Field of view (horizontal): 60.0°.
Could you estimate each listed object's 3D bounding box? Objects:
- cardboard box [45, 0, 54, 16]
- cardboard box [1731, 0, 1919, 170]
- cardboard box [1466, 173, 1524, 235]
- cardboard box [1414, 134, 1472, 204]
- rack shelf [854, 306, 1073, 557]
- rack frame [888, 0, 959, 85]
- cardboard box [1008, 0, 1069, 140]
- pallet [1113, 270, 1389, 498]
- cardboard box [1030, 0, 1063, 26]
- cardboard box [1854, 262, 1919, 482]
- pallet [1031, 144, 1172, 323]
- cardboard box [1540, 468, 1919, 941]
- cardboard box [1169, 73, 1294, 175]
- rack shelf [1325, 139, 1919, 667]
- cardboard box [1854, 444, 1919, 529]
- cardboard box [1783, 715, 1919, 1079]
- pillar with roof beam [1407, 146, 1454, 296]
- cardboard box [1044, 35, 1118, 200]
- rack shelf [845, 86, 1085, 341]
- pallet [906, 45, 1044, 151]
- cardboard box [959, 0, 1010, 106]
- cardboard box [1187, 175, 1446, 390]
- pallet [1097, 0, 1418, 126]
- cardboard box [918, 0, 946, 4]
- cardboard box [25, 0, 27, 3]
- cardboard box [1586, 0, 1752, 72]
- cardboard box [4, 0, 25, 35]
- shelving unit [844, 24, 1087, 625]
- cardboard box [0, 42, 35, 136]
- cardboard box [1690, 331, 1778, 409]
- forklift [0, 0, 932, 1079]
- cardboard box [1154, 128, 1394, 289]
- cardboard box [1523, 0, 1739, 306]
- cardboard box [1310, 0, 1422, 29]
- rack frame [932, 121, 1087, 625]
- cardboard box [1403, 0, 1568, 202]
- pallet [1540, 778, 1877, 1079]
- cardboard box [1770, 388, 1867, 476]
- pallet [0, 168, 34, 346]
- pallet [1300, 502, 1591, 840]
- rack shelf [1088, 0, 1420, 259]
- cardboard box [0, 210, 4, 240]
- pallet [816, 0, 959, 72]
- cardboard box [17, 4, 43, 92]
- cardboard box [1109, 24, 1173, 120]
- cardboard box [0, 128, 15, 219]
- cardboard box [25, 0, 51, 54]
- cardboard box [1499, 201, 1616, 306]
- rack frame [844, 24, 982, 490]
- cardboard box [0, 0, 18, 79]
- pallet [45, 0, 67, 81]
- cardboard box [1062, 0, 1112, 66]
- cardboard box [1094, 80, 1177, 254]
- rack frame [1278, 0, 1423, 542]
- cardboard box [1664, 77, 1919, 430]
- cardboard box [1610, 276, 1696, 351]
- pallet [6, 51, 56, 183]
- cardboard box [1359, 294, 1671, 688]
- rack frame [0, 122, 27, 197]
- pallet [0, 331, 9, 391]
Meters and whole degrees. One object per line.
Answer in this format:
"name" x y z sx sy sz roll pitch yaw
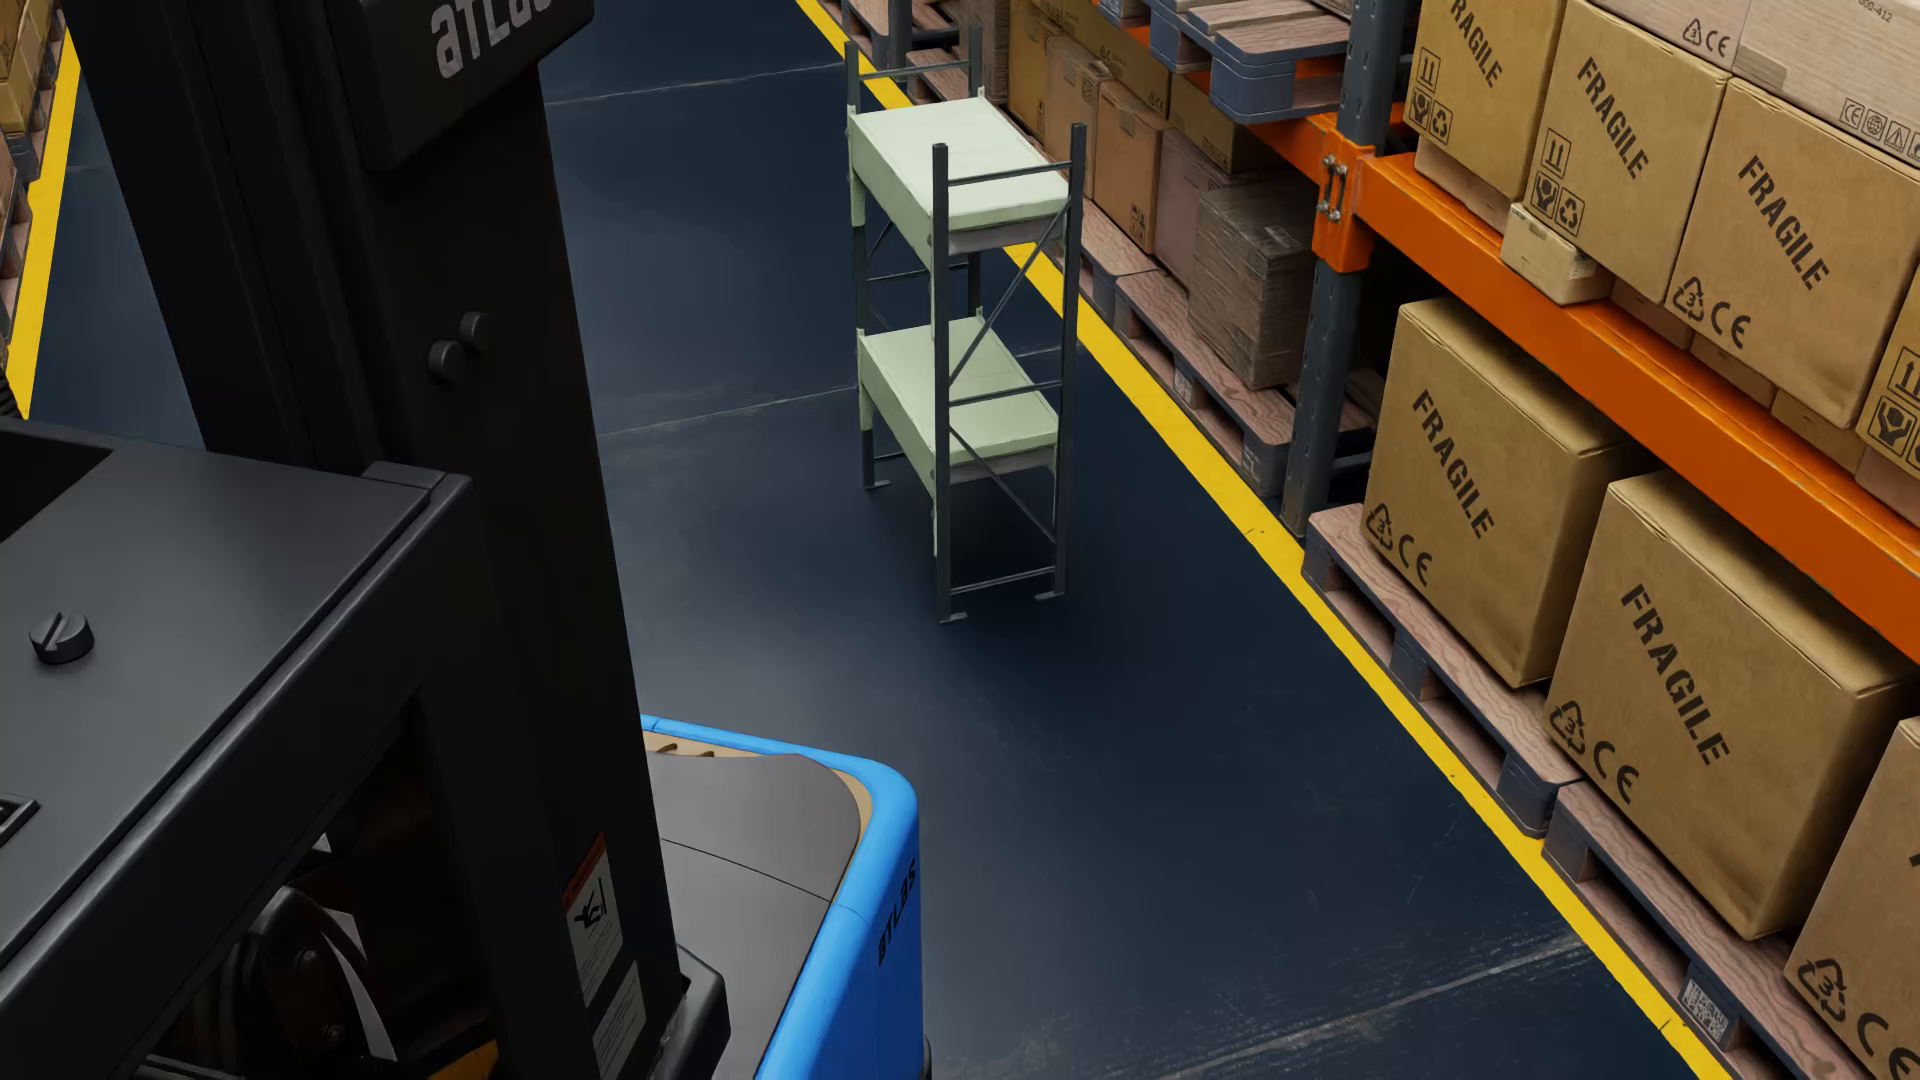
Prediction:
"cardboard box" -4.900 -2.806 8.418 0.500 0.250 0.500 -12 39 -16
"cardboard box" 1.789 -0.903 2.985 0.500 0.250 0.500 -12 39 -16
"cardboard box" 1.488 -0.861 4.092 0.380 0.149 0.250 -12 39 -15
"cardboard box" 1.409 -1.005 4.284 0.380 0.149 0.250 -13 39 -17
"rack shelf" -0.002 -0.342 5.000 0.431 0.370 0.720 -12 39 -16
"rack frame" 0.137 -3.591 7.525 1.000 3.000 0.127 -12 39 -16
"cardboard box" 0.631 -2.075 7.223 0.700 0.500 0.500 -13 39 -17
"pallet" 1.246 -0.660 5.950 1.003 0.211 1.213 -12 39 -16
"cardboard box" 0.560 -2.408 7.042 0.500 0.250 0.500 -13 39 -17
"cardboard box" 1.968 -0.300 2.808 0.500 0.500 0.500 -11 38 -15
"pallet" 0.830 -1.348 6.864 1.003 0.211 1.213 -12 39 -16
"cardboard box" 1.939 0.298 3.799 0.750 0.750 0.750 -13 39 -16
"cardboard box" 1.079 -1.539 5.889 0.500 0.250 0.500 -12 39 -15
"rack shelf" 2.201 0.086 3.241 1.077 0.370 4.000 -12 39 -16
"cardboard box" 1.947 -0.141 3.136 0.380 0.149 0.250 -12 39 -16
"cardboard box" 2.235 0.777 3.163 0.750 0.750 0.750 -11 38 -15
"pillar with roof beam" -2.164 -3.750 2.749 9.100 9.000 0.400 -12 39 -16
"cardboard box" 0.768 -1.778 6.829 0.700 0.500 0.500 -12 39 -15
"rack shelf" -0.002 -0.915 4.569 0.431 0.370 0.720 -12 39 -16
"pallet" 0.406 -2.038 7.780 1.003 0.211 1.213 -12 39 -16
"cardboard box" 0.406 -2.356 7.597 0.700 0.500 0.500 -11 38 -14
"cardboard box" 1.216 -0.905 5.670 0.700 0.500 0.500 -12 39 -15
"pallet" 1.168 -1.635 5.088 1.213 0.211 1.003 -12 39 -16
"cardboard box" -0.076 -2.931 8.638 0.380 0.166 0.250 -18 40 -22
"cardboard box" -4.723 -2.824 7.819 0.500 0.500 0.500 -12 39 -16
"cardboard box" 1.613 -1.185 3.359 0.500 0.250 0.500 -13 39 -17
"cardboard box" -4.558 -2.540 7.442 0.500 0.500 0.500 -12 39 -16
"shelving unit" -0.002 -0.603 4.804 0.431 1.500 0.755 -12 39 -16
"cardboard box" -4.388 -1.958 7.292 0.500 0.250 0.500 -12 39 -16
"cardboard box" 1.799 -0.432 3.523 0.380 0.149 0.250 -12 39 -15
"forklift" -0.947 0.864 1.667 1.130 2.935 3.031 10 38 12
"cardboard box" 1.148 -1.220 6.088 0.700 0.500 0.500 -13 39 -16
"cardboard box" 1.612 -0.873 3.569 0.500 0.500 0.500 -11 38 -14
"cardboard box" 1.342 -1.811 4.712 0.700 0.500 0.500 -17 40 -21
"rack frame" 0.124 -0.396 4.529 0.400 1.500 0.023 -12 39 -16
"cardboard box" 1.440 -1.171 3.964 0.500 0.500 0.500 -11 38 -15
"pallet" 2.130 0.931 3.838 1.003 0.211 1.213 -12 39 -16
"cardboard box" 1.878 -0.284 3.326 0.380 0.149 0.250 -12 39 -15
"pallet" -4.223 -1.042 6.457 1.003 0.211 1.213 -12 39 -16
"pallet" 1.714 0.243 4.752 1.003 0.211 1.213 -12 39 -16
"rack shelf" 0.825 -2.174 6.241 1.077 0.370 4.000 -12 39 -16
"cardboard box" -3.926 -1.173 6.250 0.500 0.250 0.500 -13 39 -17
"pallet" -0.128 -2.849 8.858 1.003 0.211 1.213 -12 39 -16
"cardboard box" -4.555 -2.241 7.669 0.500 0.250 0.500 -12 39 -16
"cardboard box" 0.897 -1.829 6.273 0.500 0.250 0.500 -13 39 -16
"cardboard box" -4.098 -1.459 6.630 0.500 0.250 0.500 -13 39 -16
"cardboard box" -4.723 -2.525 8.045 0.500 0.250 0.500 -12 39 -16
"cardboard box" 1.500 -0.693 3.870 0.380 0.149 0.250 -11 38 -15
"rack frame" -0.128 -0.810 5.078 0.400 1.500 0.023 -12 39 -16
"cardboard box" -4.379 -2.259 7.069 0.500 0.500 0.500 -12 39 -16
"pallet" -5.171 -2.598 8.524 1.003 0.211 1.213 -12 39 -16
"cardboard box" 0.743 -2.114 6.653 0.500 0.250 0.500 -14 39 -17
"cardboard box" 0.951 -1.495 6.453 0.700 0.500 0.500 -13 39 -16
"rack frame" 1.513 -1.332 4.525 1.000 3.000 0.127 -12 39 -16
"cardboard box" 1.781 -0.593 3.197 0.500 0.500 0.500 -13 39 -16
"cardboard box" 1.702 -0.577 3.715 0.380 0.149 0.250 -13 39 -16
"pallet" -4.747 -1.908 7.607 1.003 0.211 1.213 -12 39 -16
"cardboard box" 1.643 -0.198 4.458 0.750 0.750 0.750 -13 39 -17
"rack frame" -4.513 -2.563 6.160 1.000 3.000 0.127 -12 39 -16
"pallet" -3.799 -0.351 5.541 1.003 0.211 1.213 -12 39 -16
